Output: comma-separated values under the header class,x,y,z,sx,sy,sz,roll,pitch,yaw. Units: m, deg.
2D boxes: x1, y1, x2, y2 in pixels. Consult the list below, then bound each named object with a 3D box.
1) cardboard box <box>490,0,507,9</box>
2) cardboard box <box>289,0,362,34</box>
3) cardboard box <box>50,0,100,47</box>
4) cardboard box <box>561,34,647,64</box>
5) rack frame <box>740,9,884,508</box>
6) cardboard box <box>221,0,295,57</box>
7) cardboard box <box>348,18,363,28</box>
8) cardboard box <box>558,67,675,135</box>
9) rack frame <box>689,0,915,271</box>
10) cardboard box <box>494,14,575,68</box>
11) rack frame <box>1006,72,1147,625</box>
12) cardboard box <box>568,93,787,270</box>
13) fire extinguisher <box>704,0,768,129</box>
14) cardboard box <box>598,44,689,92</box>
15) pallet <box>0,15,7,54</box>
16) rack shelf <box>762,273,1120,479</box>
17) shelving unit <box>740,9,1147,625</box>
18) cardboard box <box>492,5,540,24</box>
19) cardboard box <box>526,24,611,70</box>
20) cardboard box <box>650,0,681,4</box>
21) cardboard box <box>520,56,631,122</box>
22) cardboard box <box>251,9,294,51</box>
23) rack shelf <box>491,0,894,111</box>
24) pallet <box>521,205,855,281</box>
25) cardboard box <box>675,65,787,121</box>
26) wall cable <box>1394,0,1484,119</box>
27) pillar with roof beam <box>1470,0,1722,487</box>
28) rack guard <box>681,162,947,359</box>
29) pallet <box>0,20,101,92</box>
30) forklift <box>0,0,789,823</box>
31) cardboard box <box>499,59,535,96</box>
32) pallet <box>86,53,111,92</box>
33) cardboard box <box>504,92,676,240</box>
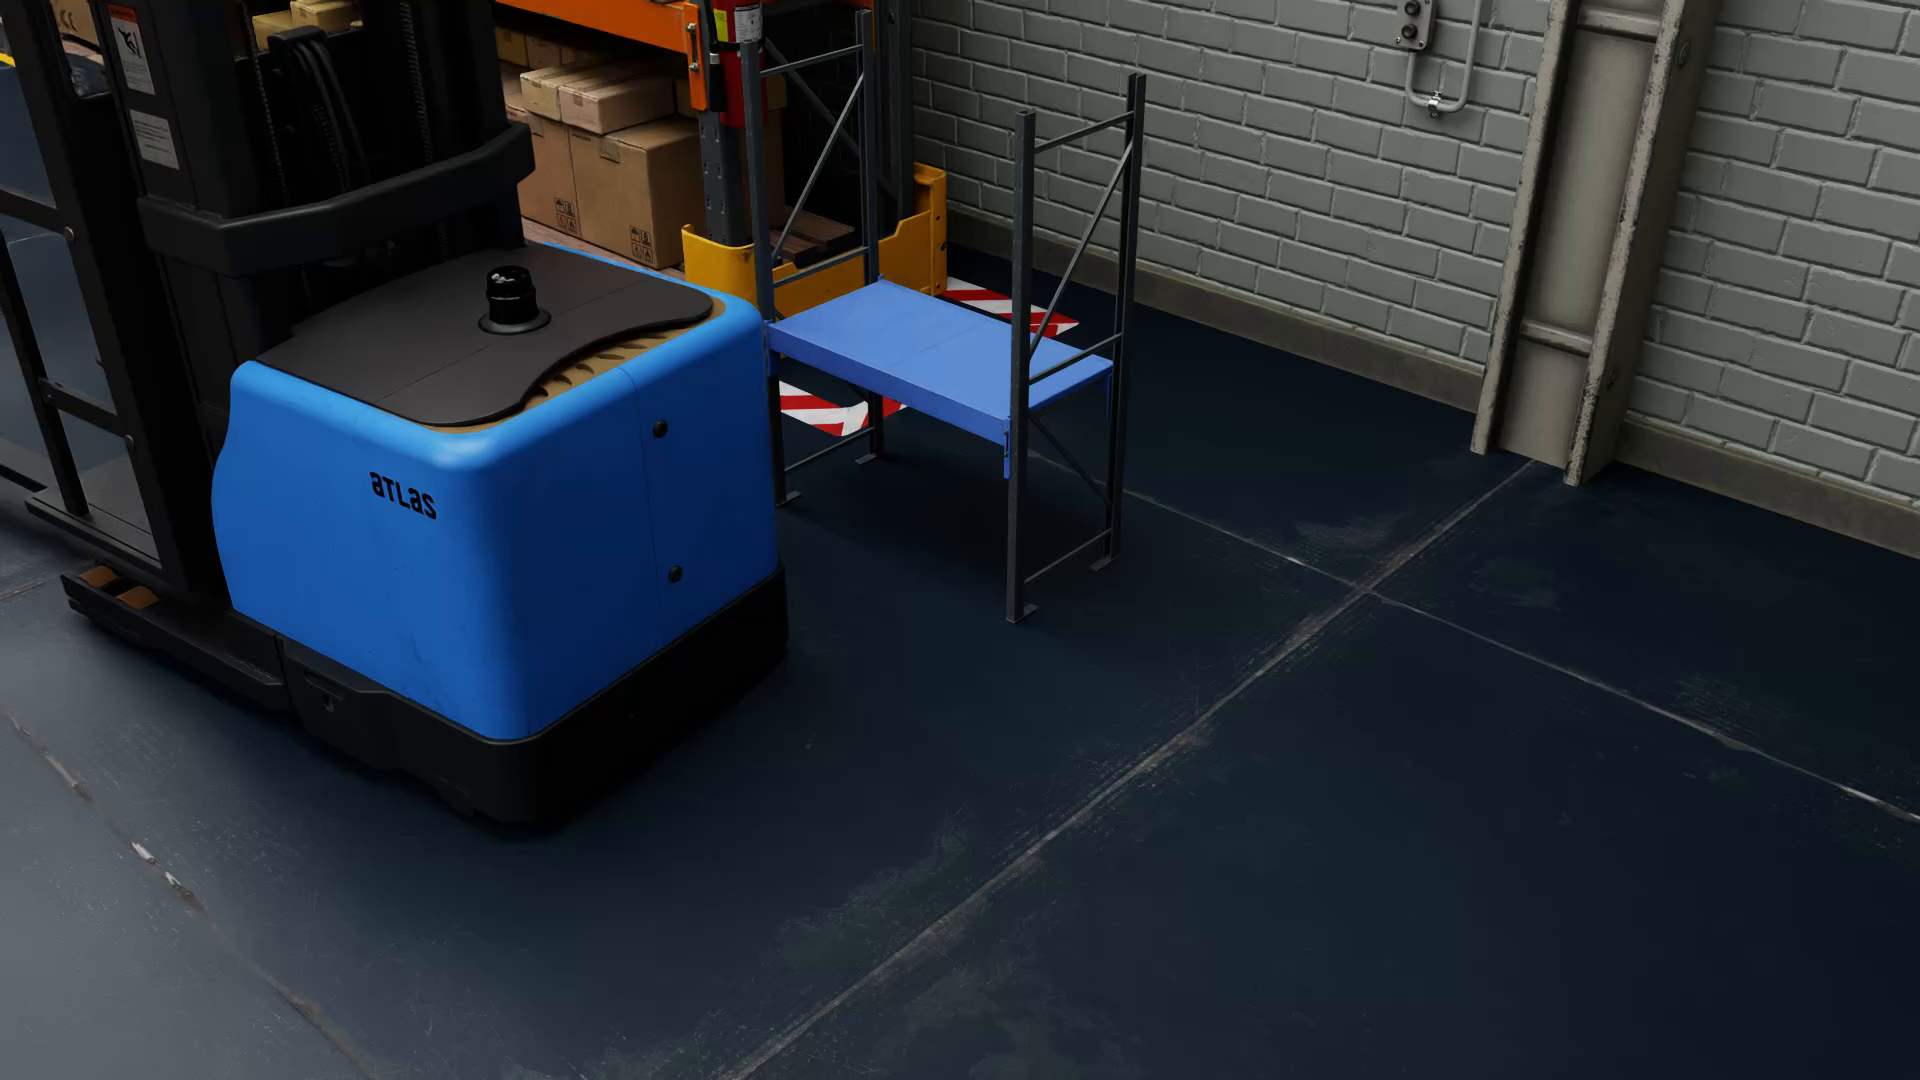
class,x,y,z,sx,sy,sz,roll,pitch,yaw
cardboard box,-2.245,-2.430,7.766,0.250,0.149,0.380,25,39,36
cardboard box,-2.914,-2.476,7.842,0.250,0.149,0.380,27,40,37
cardboard box,-4.762,-3.316,9.527,0.750,0.750,0.750,26,40,36
cardboard box,-1.486,-2.077,7.179,0.250,0.149,0.380,25,39,35
rack frame,-0.440,-0.848,5.204,0.032,1.500,0.500,25,39,35
cardboard box,-4.100,-3.009,9.018,0.750,0.750,0.750,26,39,36
cardboard box,-2.527,-2.295,7.542,0.250,0.149,0.380,24,38,34
cardboard box,-1.369,-1.757,6.647,0.250,0.149,0.380,25,39,35
rack frame,-0.566,-2.191,5.981,0.127,3.000,1.000,25,39,35
cardboard box,-1.866,-2.253,7.472,0.250,0.149,0.380,25,39,36
rack frame,0.314,-0.496,4.620,0.032,1.500,0.500,25,39,35
cardboard box,-1.152,-1.504,6.856,0.500,0.500,0.700,25,39,35
fire extinguisher,-0.763,-1.769,5.717,0.183,0.674,0.296,25,39,35
cardboard box,-1.301,-1.990,7.035,0.250,0.149,0.380,25,39,35
pallet,-5.963,-3.463,10.798,1.213,0.211,1.003,25,39,35
rack shelf,-0.063,-0.518,5.005,1.000,0.185,0.538,25,39,35
shelving unit,-0.063,-0.672,4.912,1.048,1.500,0.538,25,39,35
cardboard box,-2.053,-2.341,7.618,0.250,0.149,0.380,24,39,34
cardboard box,-1.675,-2.165,7.325,0.250,0.149,0.380,26,39,36
cardboard box,-0.950,-2.492,6.190,0.700,0.700,0.980,27,40,37
cardboard box,-1.559,-1.845,6.793,0.250,0.149,0.380,26,40,36
cardboard box,-3.046,-2.386,8.322,0.500,0.500,0.700,26,39,36
rack shelf,-2.048,-2.575,7.316,4.000,0.370,1.077,25,39,35
pallet,-1.211,-1.243,7.110,1.213,0.211,1.003,25,39,35
cardboard box,-0.925,-1.815,6.744,0.250,0.149,0.380,25,39,35
wall cable,1.019,-2.545,5.584,1.851,1.984,0.084,25,39,35
pillar with roof beam,-0.872,-2.511,0.696,0.400,9.000,9.100,25,39,35
rack guard,-0.548,-1.112,6.612,0.348,0.500,1.175,25,39,35
pallet,-5.063,-3.041,10.097,1.213,0.211,1.003,25,39,35
forklift,-1.983,-1.158,4.332,3.031,2.935,1.130,20,36,29
cardboard box,-1.896,-1.851,7.433,0.500,0.500,0.700,24,38,34
pallet,-4.154,-2.619,9.395,1.213,0.211,1.003,25,39,35
cardboard box,-1.523,-1.677,7.144,0.500,0.500,0.700,25,39,35
